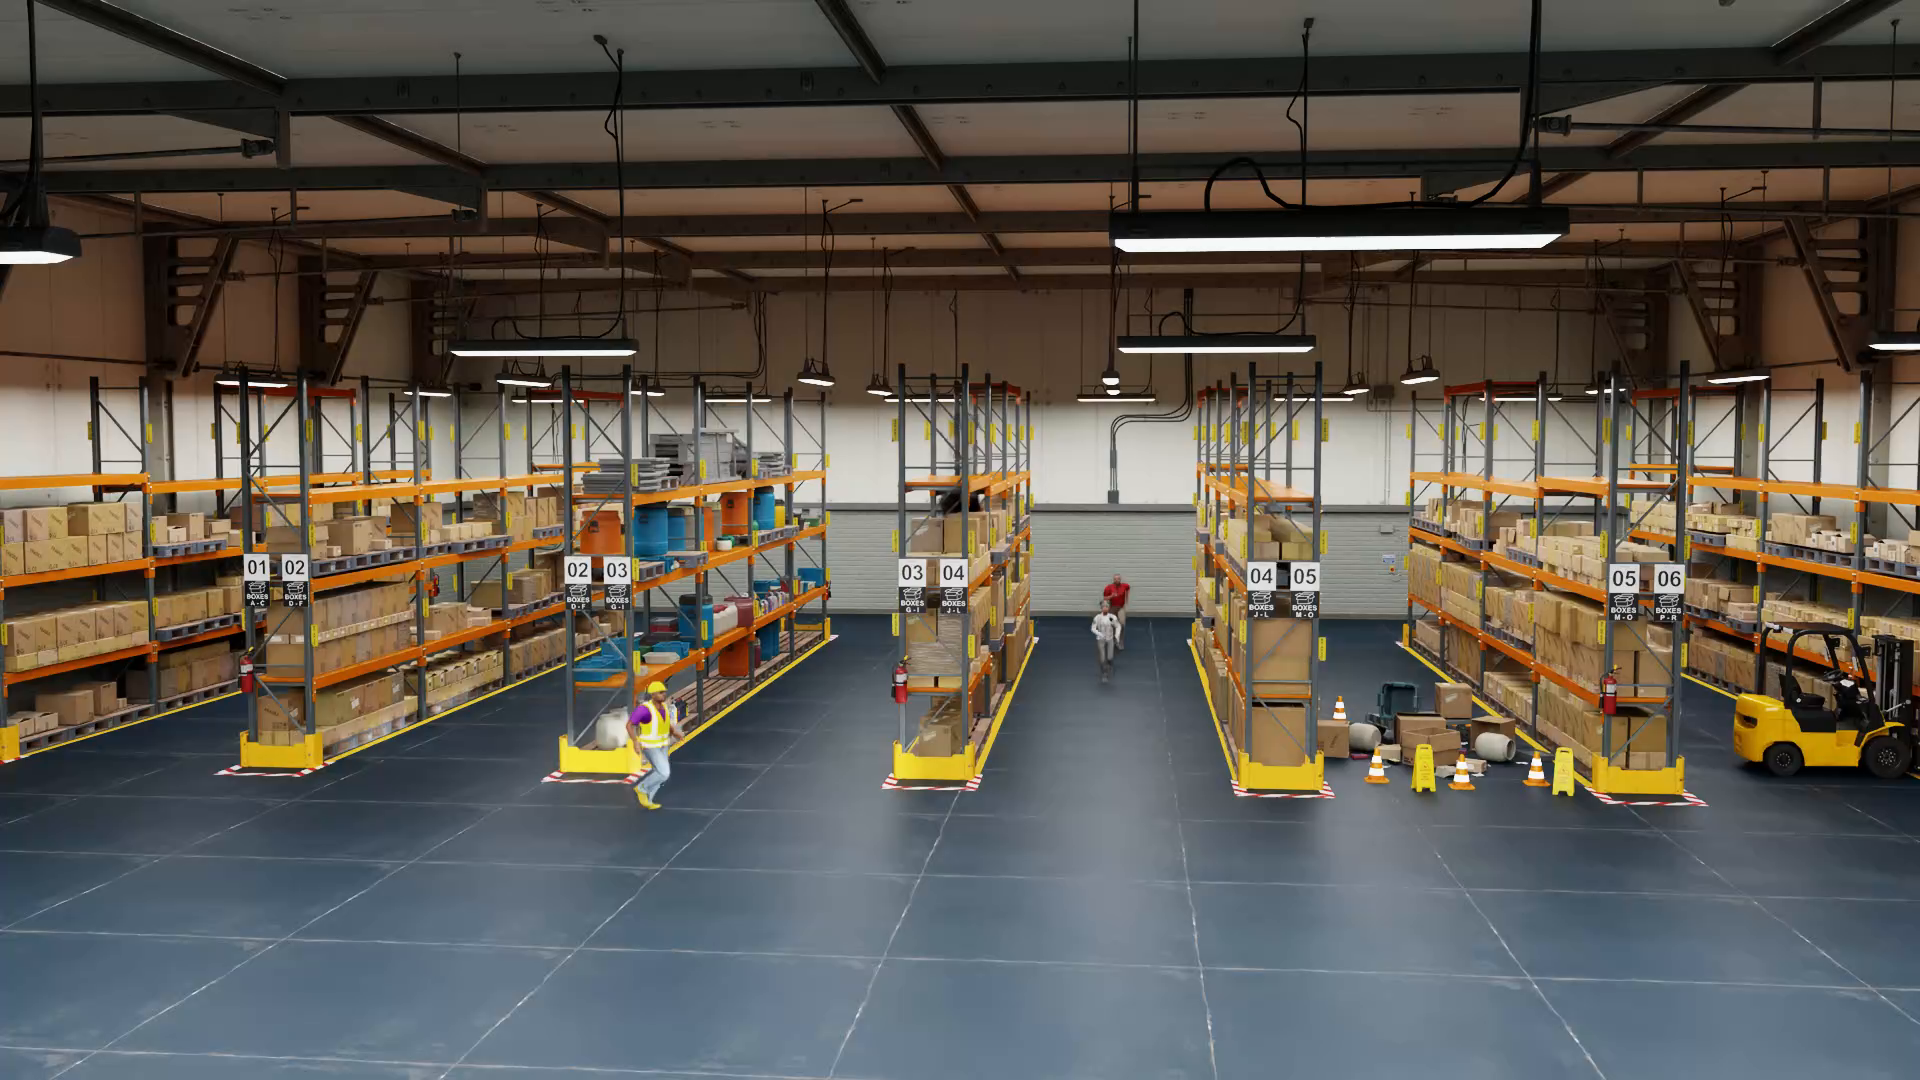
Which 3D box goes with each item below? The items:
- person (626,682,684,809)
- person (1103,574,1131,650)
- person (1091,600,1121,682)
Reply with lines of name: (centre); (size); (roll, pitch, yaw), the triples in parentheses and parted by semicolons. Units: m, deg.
person: (-3.999, 2.725, 21.978); (0.649, 1.710, 0.696); (2, 4, 27)
person: (3.652, 1.683, 38.745); (0.641, 1.803, 0.882); (0, 4, 5)
person: (2.935, 2.032, 33.428); (0.605, 1.659, 0.538); (0, 4, 5)
